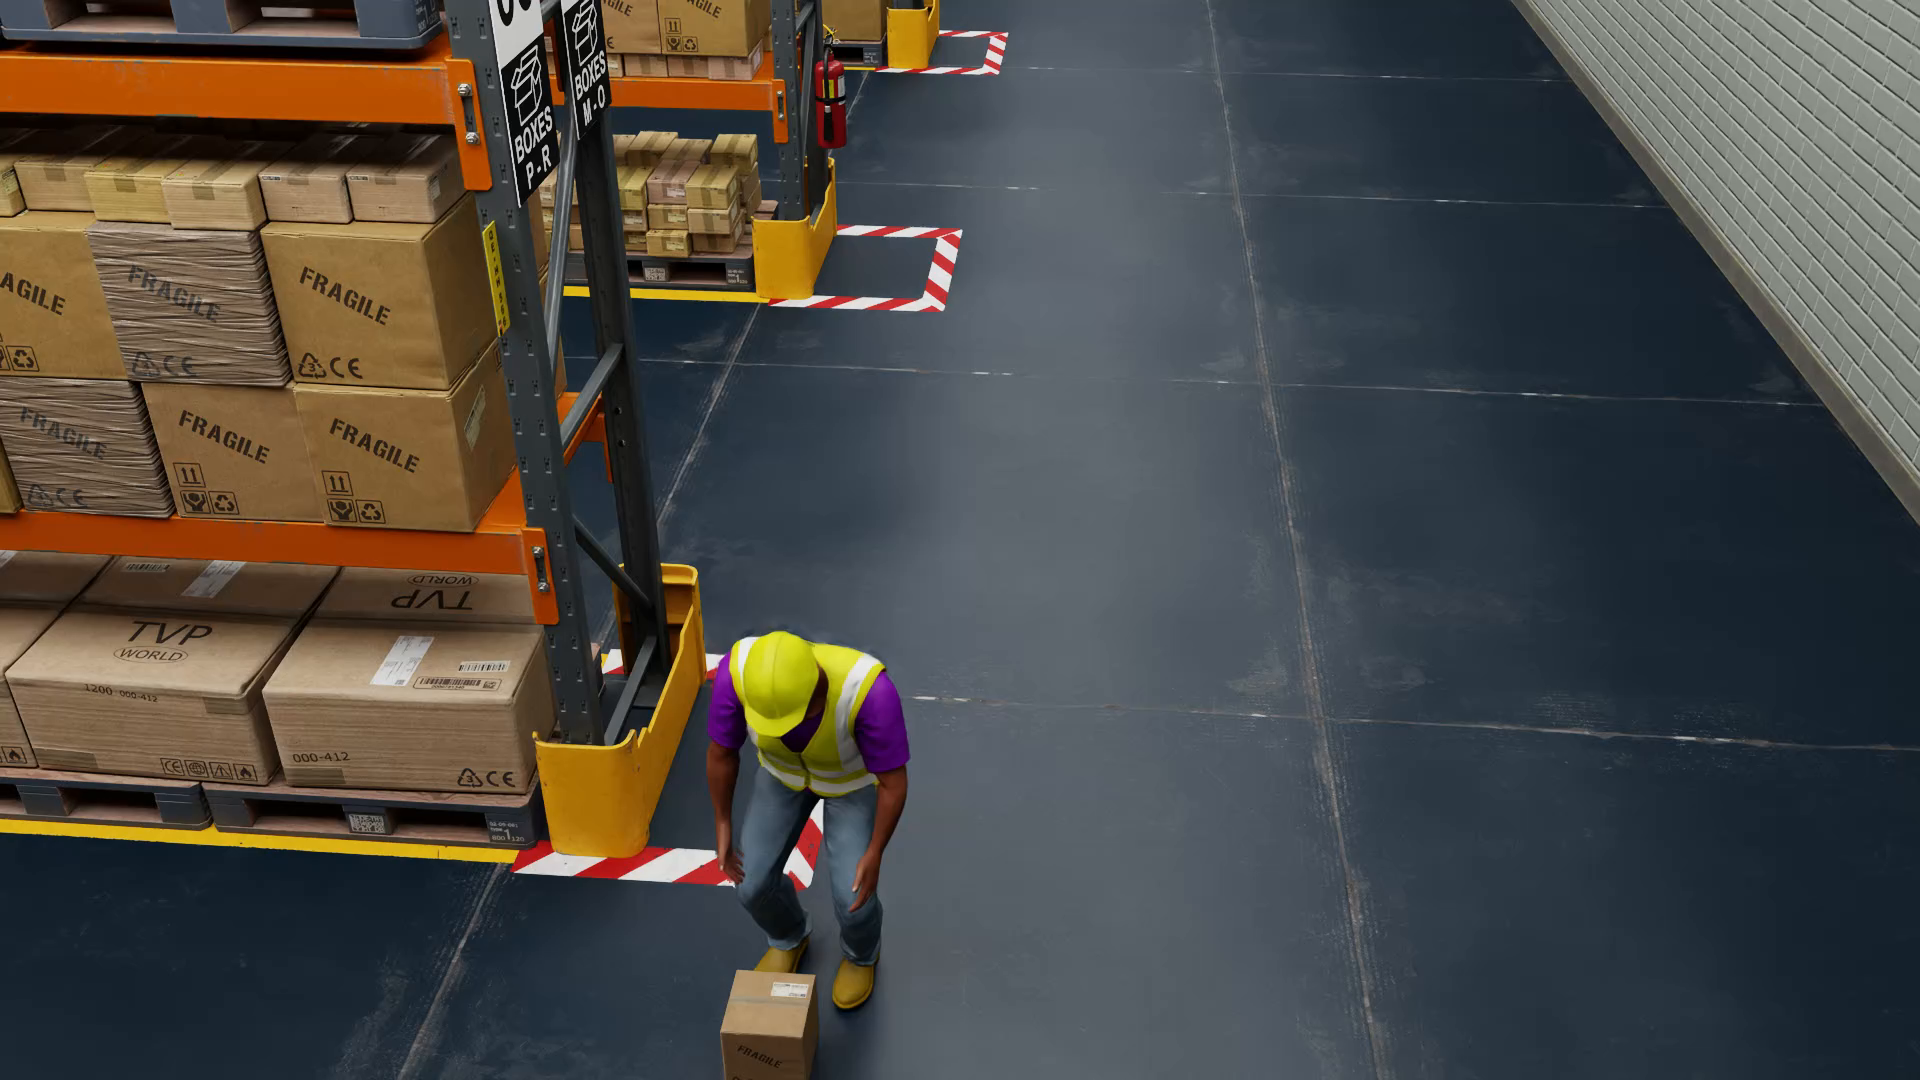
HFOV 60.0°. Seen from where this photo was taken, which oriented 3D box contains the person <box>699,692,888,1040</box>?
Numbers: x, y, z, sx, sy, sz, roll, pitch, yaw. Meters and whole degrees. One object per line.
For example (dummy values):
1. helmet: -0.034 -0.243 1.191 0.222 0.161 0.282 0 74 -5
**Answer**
1. person: -0.502 1.074 5.062 0.483 1.042 0.980 7 33 11
